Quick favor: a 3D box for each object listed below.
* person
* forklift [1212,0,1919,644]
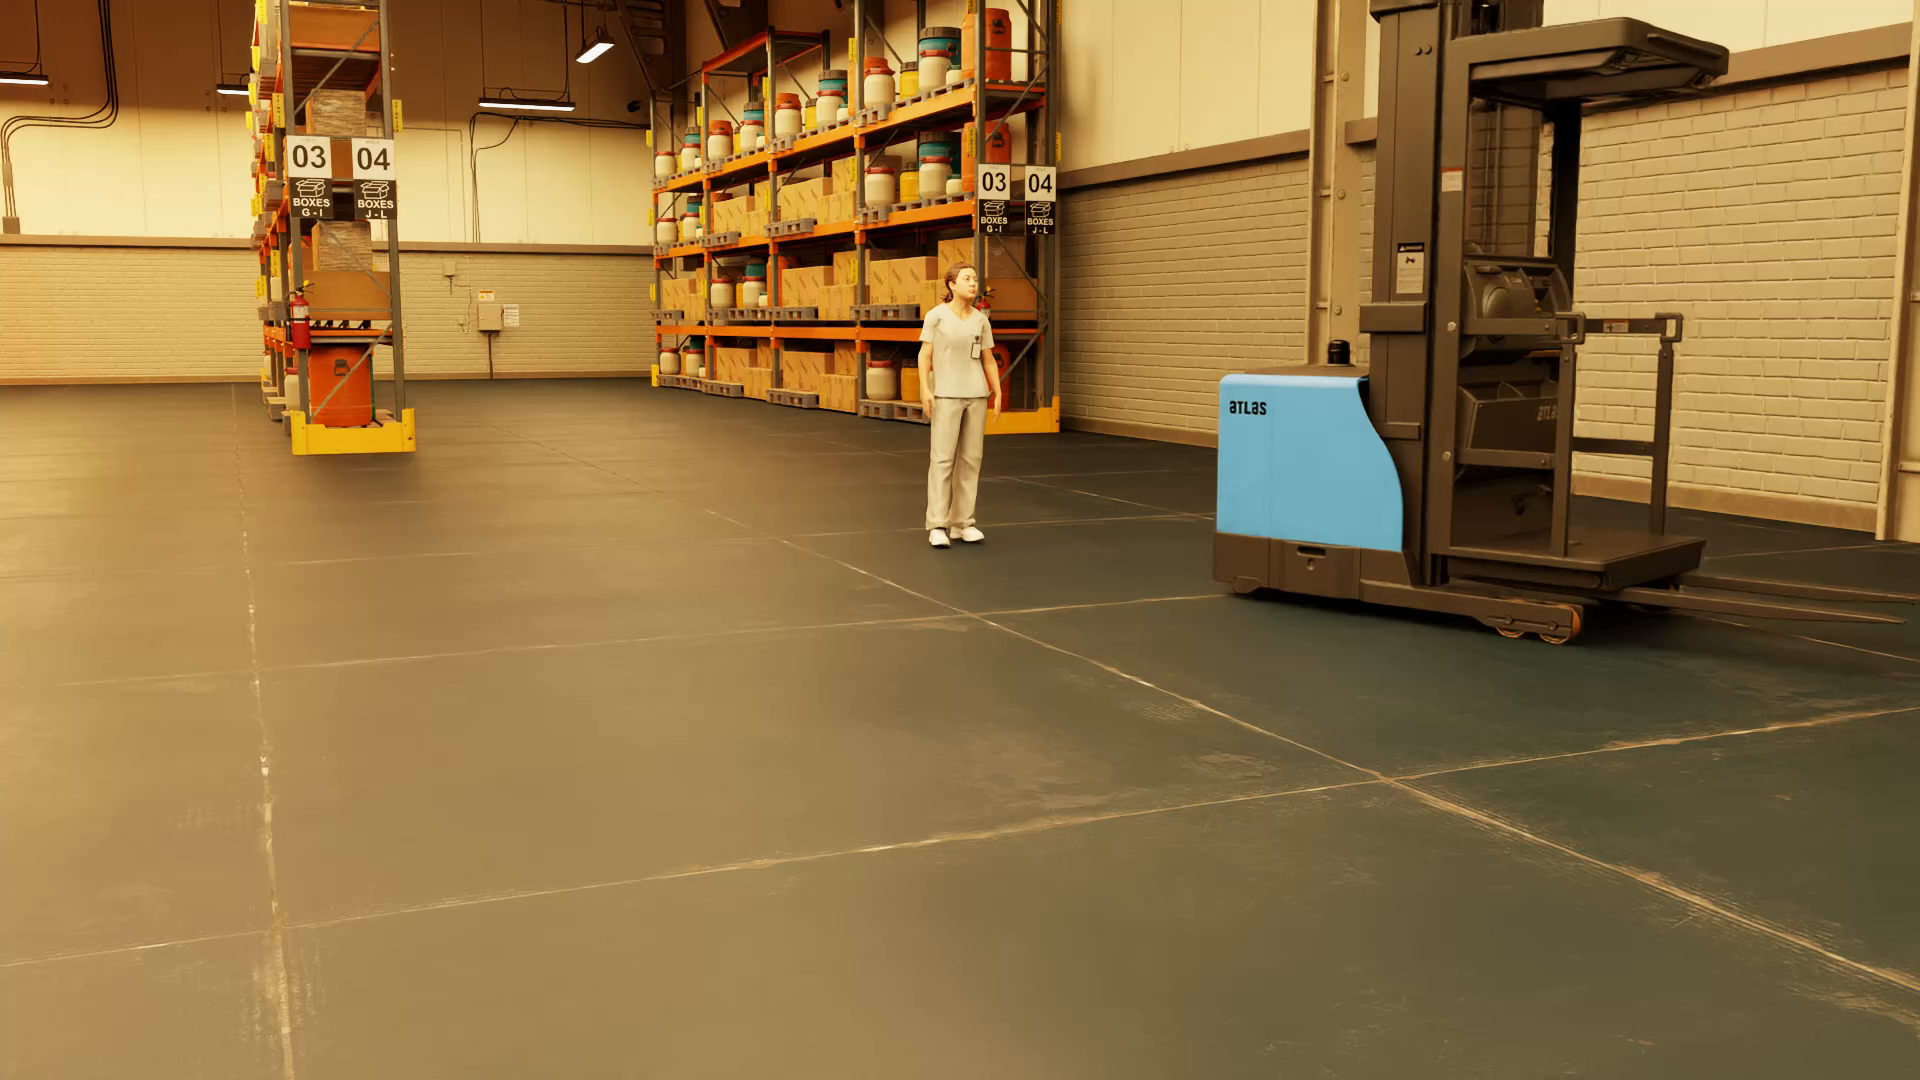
[{"bbox_3d":[0.017,-0.829,9.970,0.549,1.673,0.548,-3,8,-23],"label":"person"},{"bbox_3d":[2.636,-1.098,7.266,3.031,2.935,1.130,7,11,44],"label":"forklift"}]
